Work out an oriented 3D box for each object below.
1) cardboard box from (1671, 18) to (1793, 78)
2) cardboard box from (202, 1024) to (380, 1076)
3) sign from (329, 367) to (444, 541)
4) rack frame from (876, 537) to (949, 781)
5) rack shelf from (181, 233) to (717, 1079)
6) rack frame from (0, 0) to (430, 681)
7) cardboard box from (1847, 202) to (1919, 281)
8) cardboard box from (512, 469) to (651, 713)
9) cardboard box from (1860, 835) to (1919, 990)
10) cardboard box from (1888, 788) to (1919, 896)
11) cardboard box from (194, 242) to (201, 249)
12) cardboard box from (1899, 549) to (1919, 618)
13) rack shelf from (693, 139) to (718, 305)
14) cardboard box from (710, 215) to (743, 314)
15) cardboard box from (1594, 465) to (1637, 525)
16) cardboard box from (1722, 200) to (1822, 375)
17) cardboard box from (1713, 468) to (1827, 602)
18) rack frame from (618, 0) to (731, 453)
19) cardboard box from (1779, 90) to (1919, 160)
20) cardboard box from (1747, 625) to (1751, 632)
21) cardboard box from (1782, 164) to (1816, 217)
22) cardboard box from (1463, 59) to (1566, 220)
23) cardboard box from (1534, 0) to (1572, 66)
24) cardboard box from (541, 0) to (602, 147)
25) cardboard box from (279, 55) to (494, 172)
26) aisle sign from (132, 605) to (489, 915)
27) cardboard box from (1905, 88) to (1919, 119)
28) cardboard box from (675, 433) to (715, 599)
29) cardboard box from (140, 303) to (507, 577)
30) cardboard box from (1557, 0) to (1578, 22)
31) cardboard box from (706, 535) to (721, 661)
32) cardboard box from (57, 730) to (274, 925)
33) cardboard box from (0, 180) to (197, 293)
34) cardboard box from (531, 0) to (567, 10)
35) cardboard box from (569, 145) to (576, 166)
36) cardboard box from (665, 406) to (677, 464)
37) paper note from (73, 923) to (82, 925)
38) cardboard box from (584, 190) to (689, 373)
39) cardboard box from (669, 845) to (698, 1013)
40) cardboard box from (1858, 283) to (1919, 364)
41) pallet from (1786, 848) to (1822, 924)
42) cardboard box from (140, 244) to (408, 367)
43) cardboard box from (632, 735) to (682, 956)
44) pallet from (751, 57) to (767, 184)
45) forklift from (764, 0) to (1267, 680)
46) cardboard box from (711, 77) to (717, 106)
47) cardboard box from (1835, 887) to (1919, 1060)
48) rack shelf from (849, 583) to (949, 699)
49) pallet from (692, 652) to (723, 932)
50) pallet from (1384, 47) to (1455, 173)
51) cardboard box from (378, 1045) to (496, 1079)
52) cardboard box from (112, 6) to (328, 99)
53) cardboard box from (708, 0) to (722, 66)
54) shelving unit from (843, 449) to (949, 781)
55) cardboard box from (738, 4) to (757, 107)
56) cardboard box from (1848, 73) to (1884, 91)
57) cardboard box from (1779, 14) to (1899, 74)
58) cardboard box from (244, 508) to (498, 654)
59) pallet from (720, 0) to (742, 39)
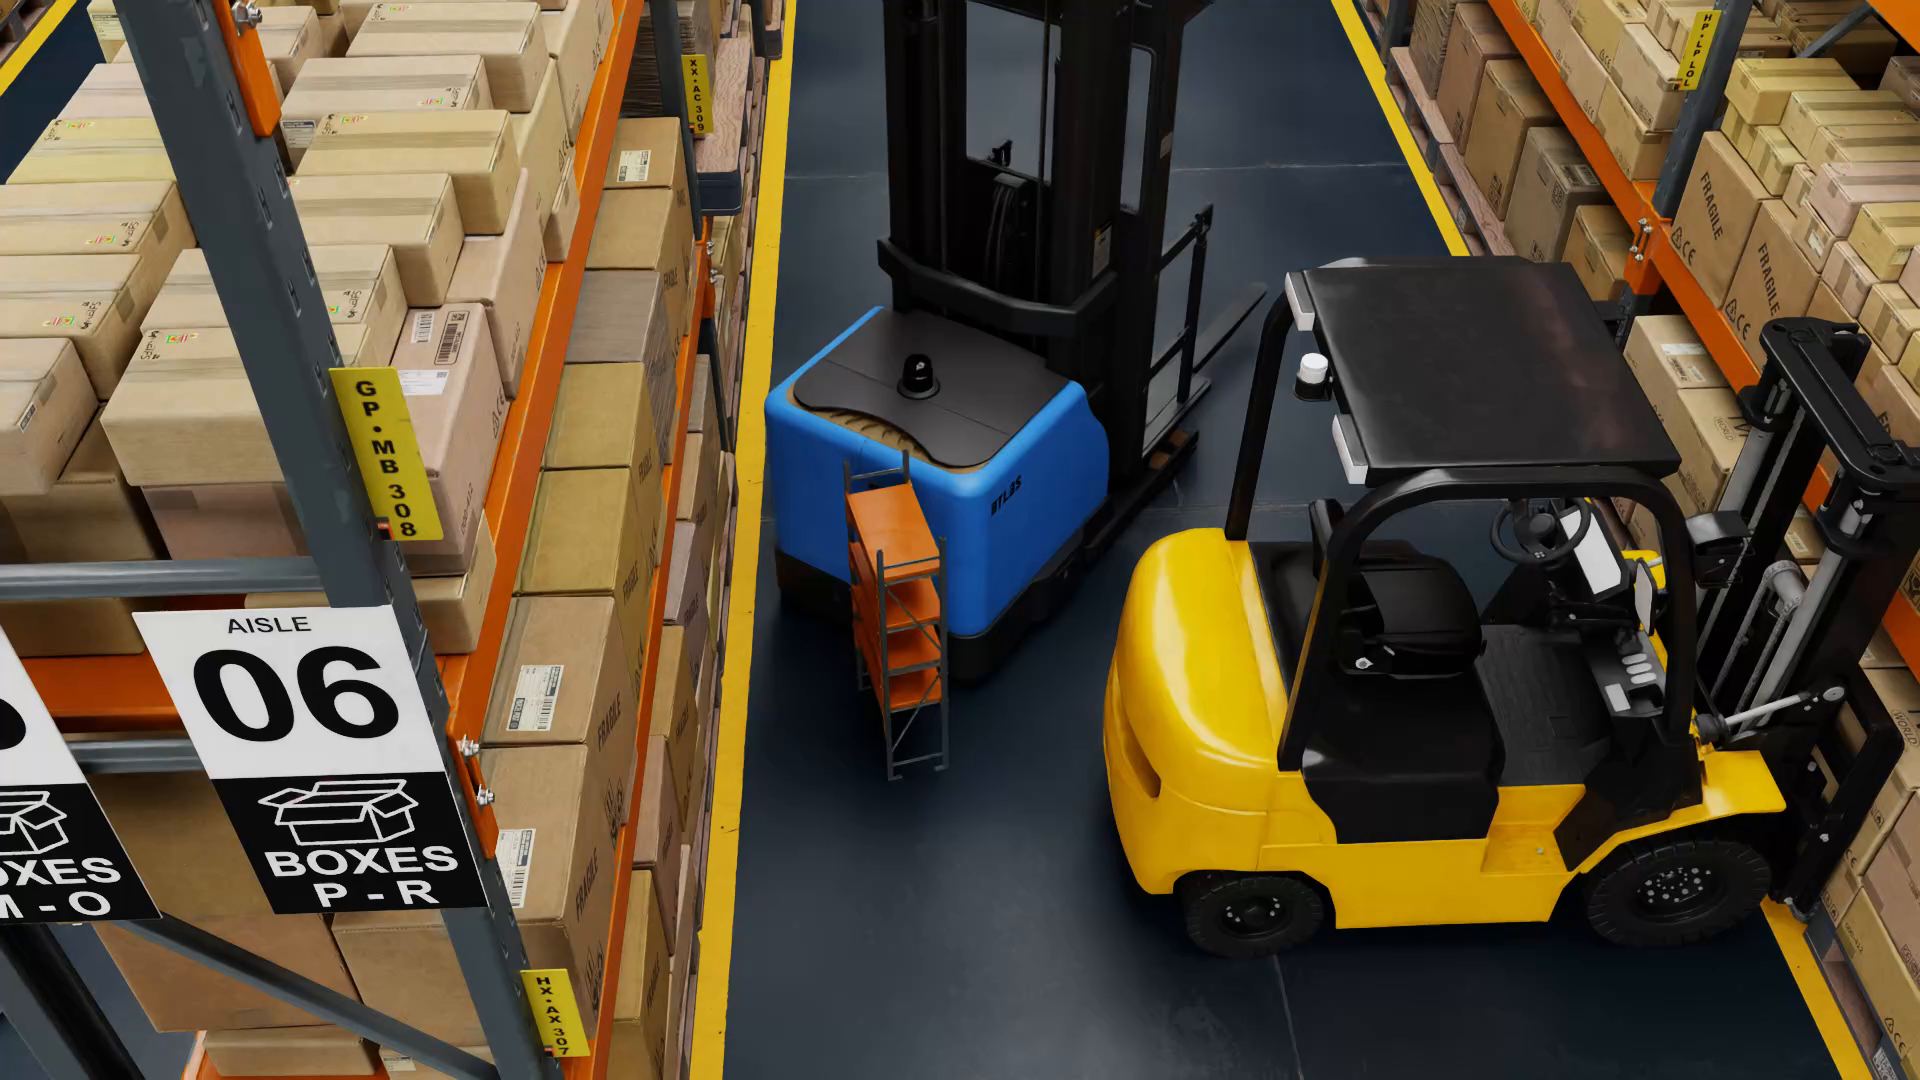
[{"bbox_3d":[3.167,-2.023,6.833,0.380,0.149,0.250,0,43,0],"label":"cardboard box"},{"bbox_3d":[-1.615,1.169,4.091,0.380,0.149,0.250,0,43,0],"label":"cardboard box"},{"bbox_3d":[-0.843,-0.121,2.445,0.100,0.325,0.005,-2,43,-2],"label":"sign"},{"bbox_3d":[-0.163,0.458,6.012,0.240,1.200,0.015,-11,44,-12],"label":"rack frame"},{"bbox_3d":[-1.470,0.238,5.453,1.077,0.370,4.000,-2,43,-2],"label":"rack shelf"},{"bbox_3d":[-1.385,-0.889,1.710,1.000,3.000,0.127,-2,43,-2],"label":"rack frame"},{"bbox_3d":[3.188,-0.988,5.483,0.380,0.149,0.250,-2,43,-2],"label":"cardboard box"},{"bbox_3d":[-1.177,0.155,4.717,0.500,0.500,0.500,-2,43,-3],"label":"cardboard box"},{"bbox_3d":[3.230,1.194,5.232,0.500,0.250,0.500,-2,43,-2],"label":"cardboard box"},{"bbox_3d":[3.215,1.021,5.050,0.500,0.250,0.500,-1,43,-1],"label":"cardboard box"},{"bbox_3d":[-1.683,-0.515,3.413,0.500,0.250,0.500,-2,43,-2],"label":"cardboard box"},{"bbox_3d":[3.255,0.120,4.975,0.500,0.500,0.500,-2,43,-3],"label":"cardboard box"},{"bbox_3d":[-1.640,-2.463,8.399,1.077,0.370,4.000,-2,43,-2],"label":"rack shelf"},{"bbox_3d":[-1.614,-1.403,8.345,0.950,0.372,0.625,1,43,1],"label":"cardboard box"},{"bbox_3d":[3.094,-0.328,7.262,0.500,0.250,0.500,-1,43,-1],"label":"cardboard box"},{"bbox_3d":[3.200,-0.901,6.089,0.500,0.500,0.500,-1,43,-1],"label":"cardboard box"},{"bbox_3d":[3.155,-0.016,6.181,0.500,0.250,0.500,0,43,0],"label":"cardboard box"},{"bbox_3d":[-1.555,-1.378,6.683,1.000,3.000,0.127,-2,43,-2],"label":"rack frame"},{"bbox_3d":[3.240,-1.511,6.054,0.380,0.149,0.250,-1,43,-1],"label":"cardboard box"},{"bbox_3d":[3.149,0.167,6.352,0.500,0.250,0.500,-2,43,-2],"label":"cardboard box"},{"bbox_3d":[3.206,-1.226,5.963,0.380,0.149,0.250,-2,43,-2],"label":"cardboard box"},{"bbox_3d":[3.311,-2.186,9.011,0.875,0.625,0.625,-3,43,-4],"label":"cardboard box"},{"bbox_3d":[3.104,-2.476,7.992,0.500,0.250,0.500,-1,43,-2],"label":"cardboard box"},{"bbox_3d":[-1.201,-1.219,4.181,0.500,0.250,0.500,-1,43,-1],"label":"cardboard box"},{"bbox_3d":[-1.215,-0.907,3.545,0.380,0.149,0.250,-2,43,-2],"label":"cardboard box"},{"bbox_3d":[-1.073,0.397,2.823,0.394,0.787,0.004,-2,43,-2],"label":"aisle sign"},{"bbox_3d":[3.688,-1.531,6.076,0.380,0.149,0.250,-3,43,-3],"label":"cardboard box"},{"bbox_3d":[-1.239,-0.060,6.415,0.500,0.500,0.500,-1,43,-1],"label":"cardboard box"},{"bbox_3d":[-1.141,-0.185,3.052,0.500,0.250,0.500,-2,43,-3],"label":"cardboard box"},{"bbox_3d":[3.083,-2.668,7.832,0.500,0.250,0.500,-1,43,-1],"label":"cardboard box"},{"bbox_3d":[-1.229,0.232,6.651,0.500,0.250,0.500,-3,43,-3],"label":"cardboard box"},{"bbox_3d":[-1.625,0.469,3.634,0.700,0.500,0.500,-3,43,-3],"label":"cardboard box"},{"bbox_3d":[-1.697,-0.551,3.157,0.380,0.149,0.250,-2,43,-2],"label":"cardboard box"},{"bbox_3d":[-1.163,-1.433,4.119,0.380,0.149,0.250,-1,43,-1],"label":"cardboard box"},{"bbox_3d":[-1.186,-0.973,4.207,0.380,0.149,0.250,-3,43,-3],"label":"cardboard box"},{"bbox_3d":[-1.191,-0.391,5.792,0.380,0.149,0.250,-2,43,-2],"label":"cardboard box"},{"bbox_3d":[-3.136,1.325,5.947,0.032,0.001,0.123,-2,43,-2],"label":"paper note"},{"bbox_3d":[-1.259,-0.884,5.850,0.500,0.500,0.500,0,43,0],"label":"cardboard box"},{"bbox_3d":[-1.158,1.284,5.503,0.500,0.250,0.500,0,43,0],"label":"cardboard box"},{"bbox_3d":[3.180,-0.711,5.401,0.380,0.149,0.250,-3,43,-3],"label":"cardboard box"},{"bbox_3d":[3.451,0.869,6.296,1.003,0.211,1.213,-2,43,-2],"label":"pallet"},{"bbox_3d":[-1.223,-0.400,2.992,0.380,0.149,0.250,-2,43,-2],"label":"cardboard box"},{"bbox_3d":[-1.172,0.984,5.276,0.500,0.500,0.500,-3,43,-3],"label":"cardboard box"},{"bbox_3d":[-1.693,-2.523,9.996,1.003,0.211,1.213,-2,43,-2],"label":"pallet"},{"bbox_3d":[0.456,-1.486,6.852,1.130,2.935,3.031,24,48,24],"label":"forklift"},{"bbox_3d":[-1.265,-1.991,7.227,0.380,0.149,0.250,-1,43,-1],"label":"cardboard box"},{"bbox_3d":[3.226,1.392,5.385,0.500,0.250,0.500,-2,43,-2],"label":"cardboard box"},{"bbox_3d":[-0.231,0.349,6.230,0.258,0.148,0.480,-11,44,-12],"label":"rack shelf"},{"bbox_3d":[-1.437,0.928,6.231,1.003,0.211,1.213,-2,43,-2],"label":"pallet"},{"bbox_3d":[3.230,-2.638,10.122,1.003,0.211,1.213,-2,43,-2],"label":"pallet"},{"bbox_3d":[-1.193,1.180,4.078,0.380,0.149,0.250,-1,43,-2],"label":"cardboard box"},{"bbox_3d":[-1.644,-1.067,3.720,0.380,0.149,0.250,-3,43,-3],"label":"cardboard box"},{"bbox_3d":[-1.311,-2.342,7.130,0.500,0.500,0.500,-2,43,-2],"label":"cardboard box"},{"bbox_3d":[-0.232,0.299,6.184,0.258,1.200,0.503,-11,44,-12],"label":"shelving unit"},{"bbox_3d":[-1.711,-2.883,9.959,0.950,0.372,0.625,-4,43,-5],"label":"cardboard box"},{"bbox_3d":[3.638,-2.002,7.105,0.500,0.250,0.500,-2,43,-2],"label":"cardboard box"},{"bbox_3d":[3.603,-2.042,6.854,0.380,0.149,0.250,-3,43,-3],"label":"cardboard box"},{"bbox_3d":[-1.075,0.076,3.063,0.380,0.149,0.250,-2,43,-2],"label":"cardboard box"},{"bbox_3d":[-1.600,-2.672,8.237,1.003,0.211,1.213,-2,43,-2],"label":"pallet"}]
